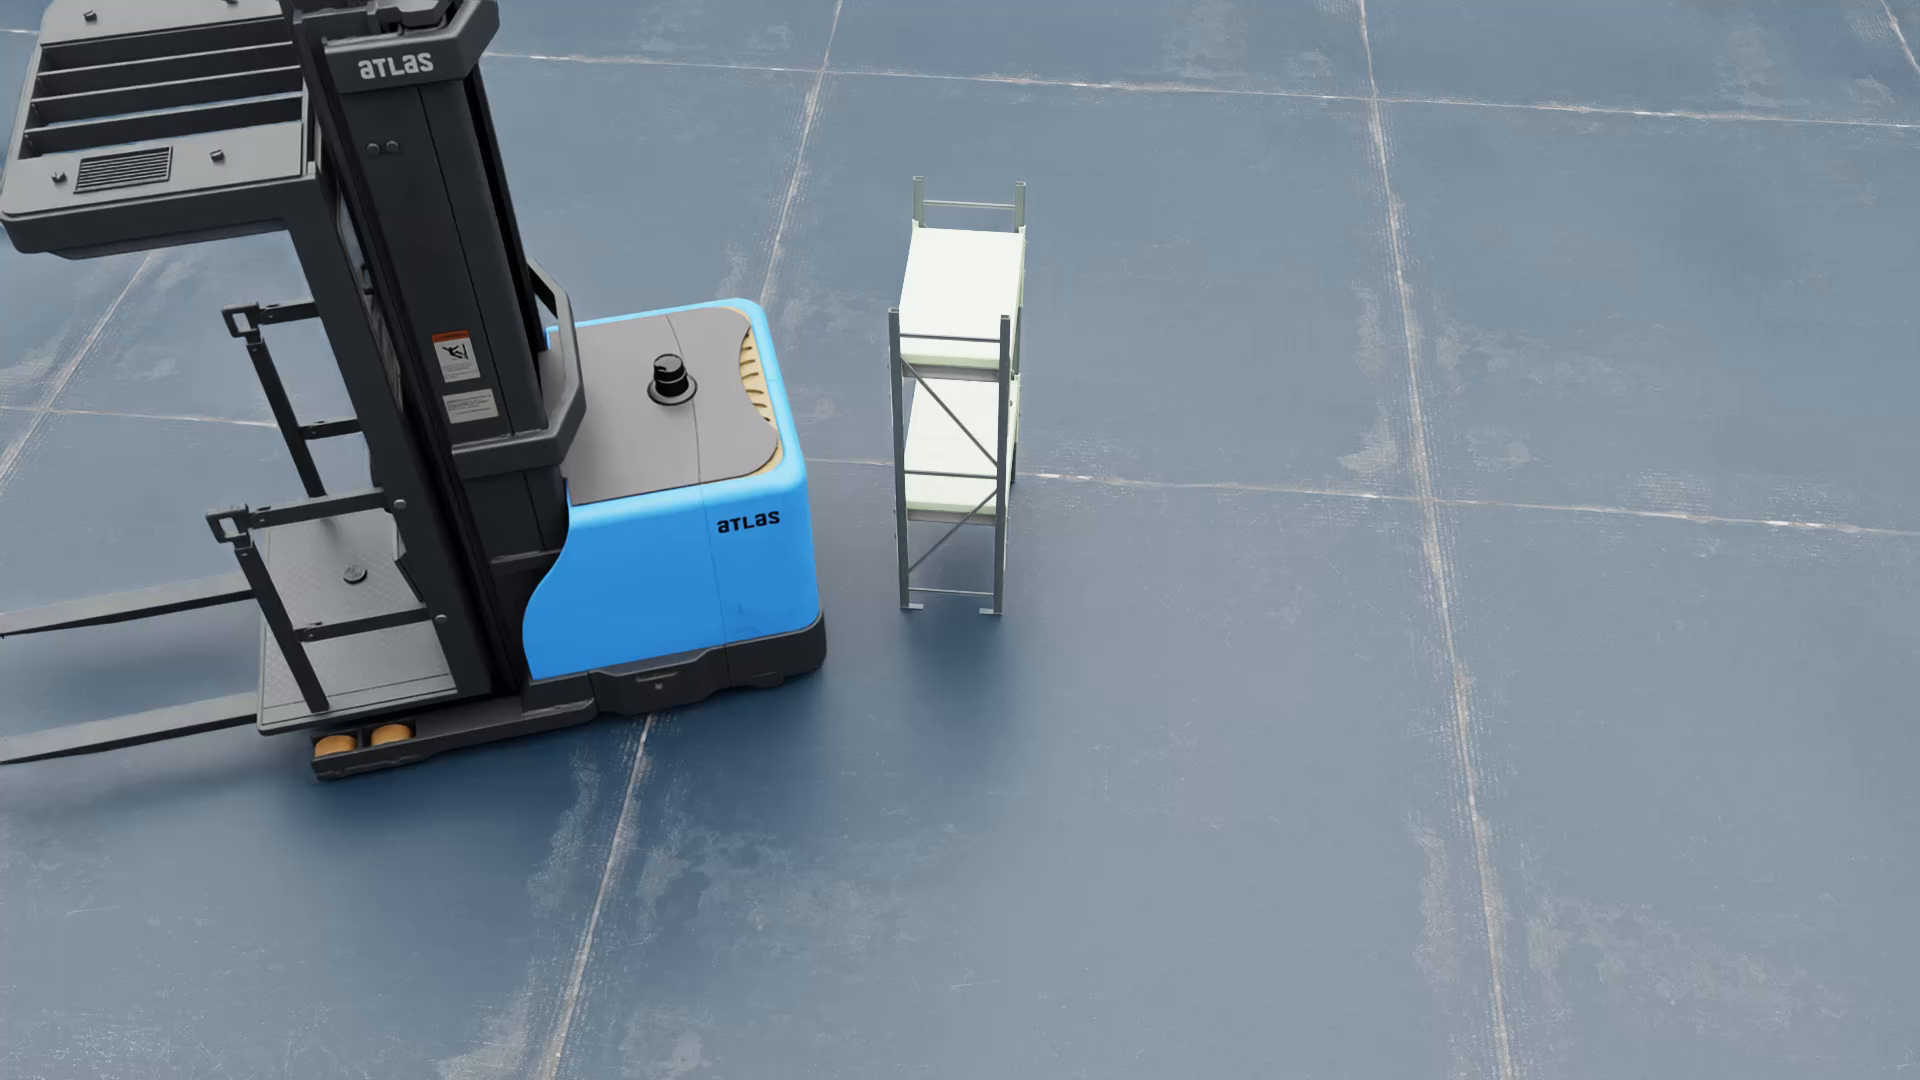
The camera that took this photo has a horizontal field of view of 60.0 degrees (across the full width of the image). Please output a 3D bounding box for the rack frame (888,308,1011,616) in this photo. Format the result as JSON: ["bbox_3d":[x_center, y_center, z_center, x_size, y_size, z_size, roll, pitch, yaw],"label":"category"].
[{"bbox_3d":[-0.034,-0.232,5.972,0.400,1.500,0.023,4,48,4],"label":"rack frame"}]

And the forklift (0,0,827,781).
[{"bbox_3d":[-2.078,-0.566,5.307,3.031,2.935,1.130,-10,48,-9],"label":"forklift"}]

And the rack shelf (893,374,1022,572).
[{"bbox_3d":[-0.001,-0.281,6.459,0.431,0.370,0.720,4,48,4],"label":"rack shelf"}]

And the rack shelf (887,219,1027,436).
[{"bbox_3d":[-0.001,-0.765,5.930,0.431,0.370,0.720,4,48,4],"label":"rack shelf"}]

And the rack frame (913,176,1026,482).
[{"bbox_3d":[0.033,-0.770,6.464,0.400,1.500,0.023,4,48,4],"label":"rack frame"}]

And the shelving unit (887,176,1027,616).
[{"bbox_3d":[-0.001,-0.501,6.218,0.431,1.500,0.755,4,48,4],"label":"shelving unit"}]
